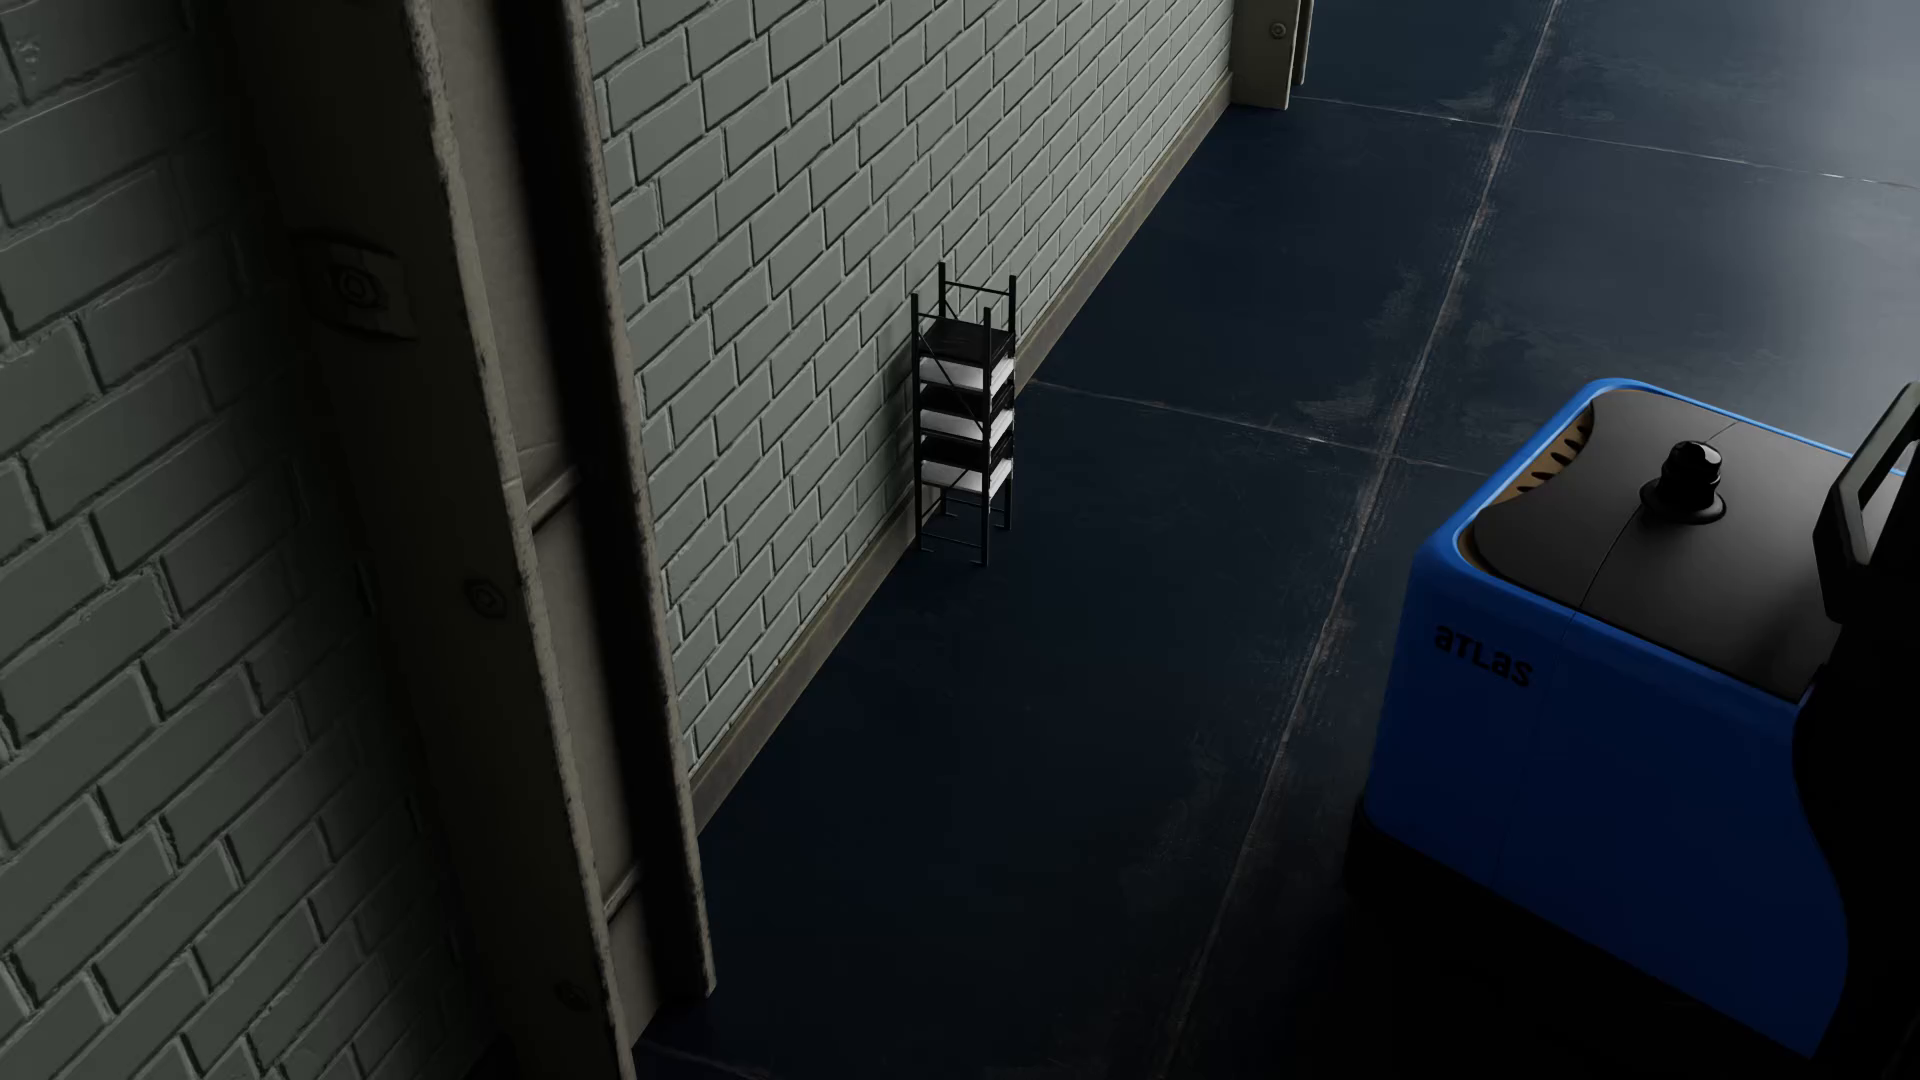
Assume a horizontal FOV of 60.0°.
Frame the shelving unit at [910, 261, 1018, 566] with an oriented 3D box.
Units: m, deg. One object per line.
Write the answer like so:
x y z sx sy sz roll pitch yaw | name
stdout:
0.012 -0.364 4.985 0.258 0.900 0.210 13 39 17 | shelving unit

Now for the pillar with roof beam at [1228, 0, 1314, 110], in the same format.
5.483 -4.843 4.212 9.100 9.000 0.400 14 39 18 | pillar with roof beam

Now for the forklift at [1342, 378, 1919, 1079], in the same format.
2.381 0.058 2.724 3.031 2.935 1.130 27 44 31 | forklift

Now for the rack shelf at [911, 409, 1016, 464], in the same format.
0.012 -0.337 5.005 0.258 0.077 0.200 13 39 17 | rack shelf

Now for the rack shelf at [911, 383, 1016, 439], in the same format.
0.012 -0.409 4.951 0.258 0.077 0.200 13 39 17 | rack shelf

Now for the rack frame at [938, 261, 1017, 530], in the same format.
0.049 -0.421 5.061 0.240 0.900 0.006 13 39 17 | rack frame

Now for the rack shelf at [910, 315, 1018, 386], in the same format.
0.012 -0.554 4.844 0.258 0.077 0.200 13 39 17 | rack shelf

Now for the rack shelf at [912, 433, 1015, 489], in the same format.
0.012 -0.265 5.059 0.258 0.077 0.200 13 39 17 | rack shelf

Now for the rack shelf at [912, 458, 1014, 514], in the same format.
0.012 -0.193 5.113 0.258 0.077 0.200 13 39 17 | rack shelf

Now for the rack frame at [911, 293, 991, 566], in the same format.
-0.026 -0.307 4.910 0.240 0.900 0.006 13 39 17 | rack frame

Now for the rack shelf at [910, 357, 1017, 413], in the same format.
0.012 -0.481 4.898 0.258 0.077 0.200 13 39 17 | rack shelf
